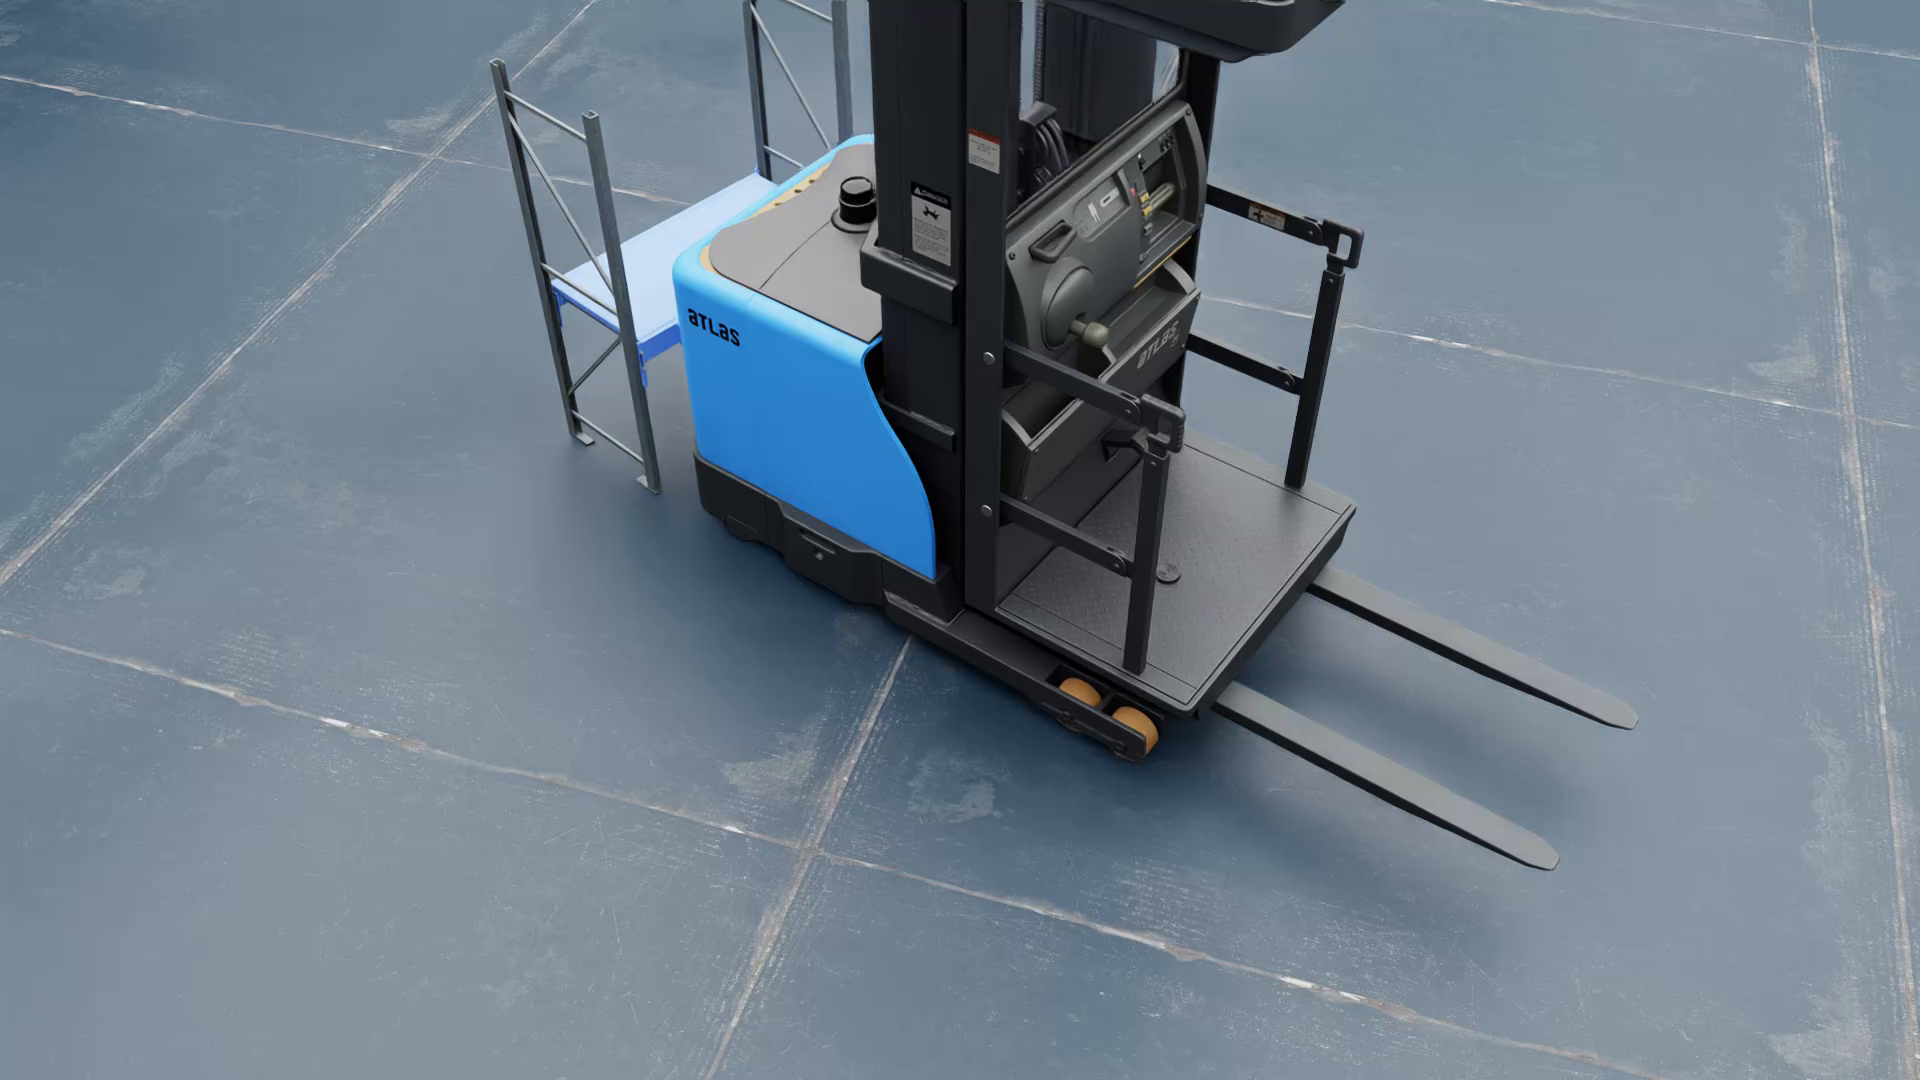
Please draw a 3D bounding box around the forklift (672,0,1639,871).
[{"bbox_3d":[0.584,-0.802,4.474,3.031,2.935,1.130,27,50,25],"label":"forklift"}]

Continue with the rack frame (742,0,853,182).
[{"bbox_3d":[-0.564,-1.345,6.052,0.500,1.500,0.032,33,53,29],"label":"rack frame"}]

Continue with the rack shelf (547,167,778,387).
[{"bbox_3d":[-0.909,-0.956,5.911,0.538,0.185,1.000,33,53,29],"label":"rack shelf"}]

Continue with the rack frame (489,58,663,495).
[{"bbox_3d":[-1.254,-0.823,5.519,0.500,1.500,0.032,33,53,29],"label":"rack frame"}]

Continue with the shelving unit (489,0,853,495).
[{"bbox_3d":[-0.909,-1.084,5.786,0.538,1.500,1.048,33,53,29],"label":"shelving unit"}]
